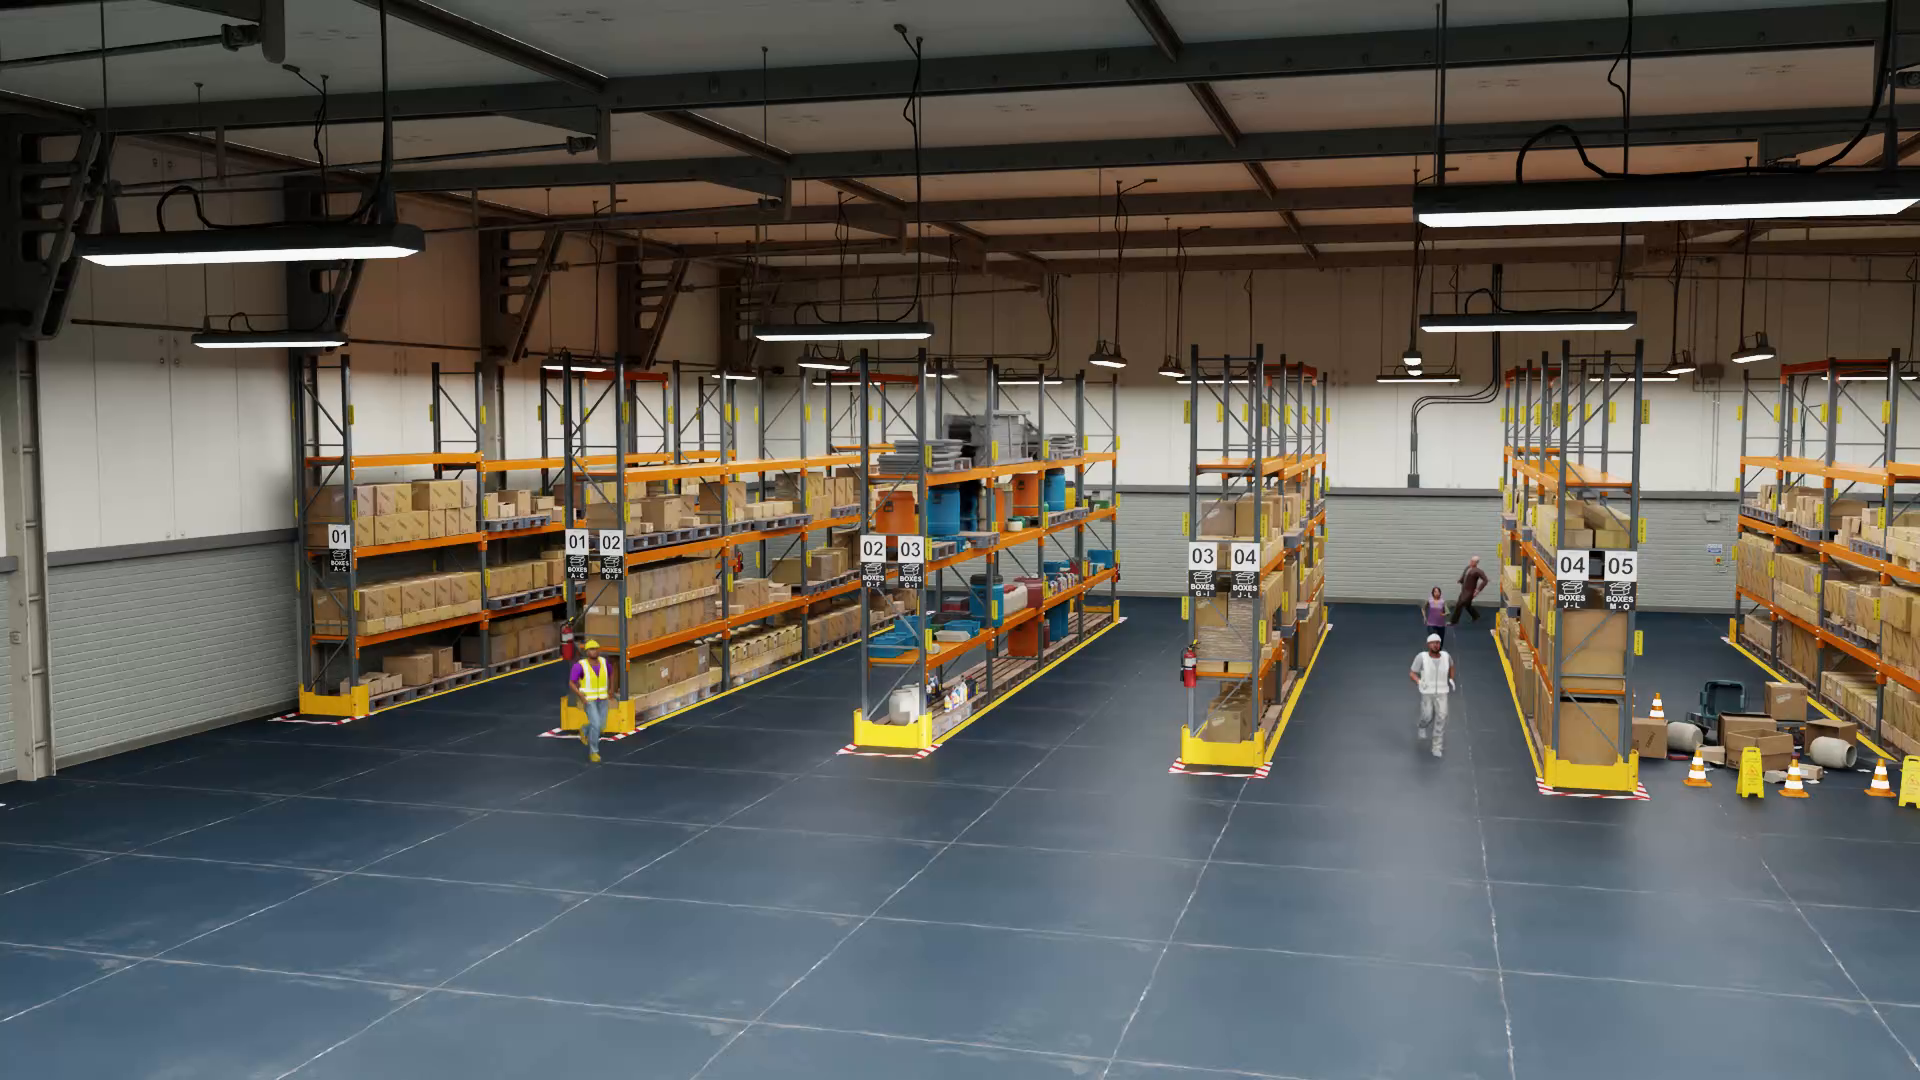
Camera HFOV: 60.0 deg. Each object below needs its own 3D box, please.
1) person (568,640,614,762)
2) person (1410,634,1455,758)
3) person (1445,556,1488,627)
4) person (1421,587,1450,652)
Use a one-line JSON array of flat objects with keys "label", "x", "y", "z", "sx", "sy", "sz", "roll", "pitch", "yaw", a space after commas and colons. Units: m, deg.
[{"label": "person", "x": -5.384, "y": 2.321, "z": 24.296, "sx": 0.713, "sy": 1.751, "sz": 0.679, "roll": -3, "pitch": 5, "yaw": -38}, {"label": "person", "x": 7.030, "y": 2.278, "z": 24.693, "sx": 0.691, "sy": 1.781, "sz": 0.914, "roll": 0, "pitch": 4, "yaw": 3}, {"label": "person", "x": 11.895, "y": 1.205, "z": 39.205, "sx": 0.995, "sy": 1.694, "sz": 0.867, "roll": 1, "pitch": 4, "yaw": 12}, {"label": "person", "x": 9.477, "y": 1.712, "z": 33.134, "sx": 0.543, "sy": 1.576, "sz": 0.877, "roll": 1, "pitch": 4, "yaw": 9}]
